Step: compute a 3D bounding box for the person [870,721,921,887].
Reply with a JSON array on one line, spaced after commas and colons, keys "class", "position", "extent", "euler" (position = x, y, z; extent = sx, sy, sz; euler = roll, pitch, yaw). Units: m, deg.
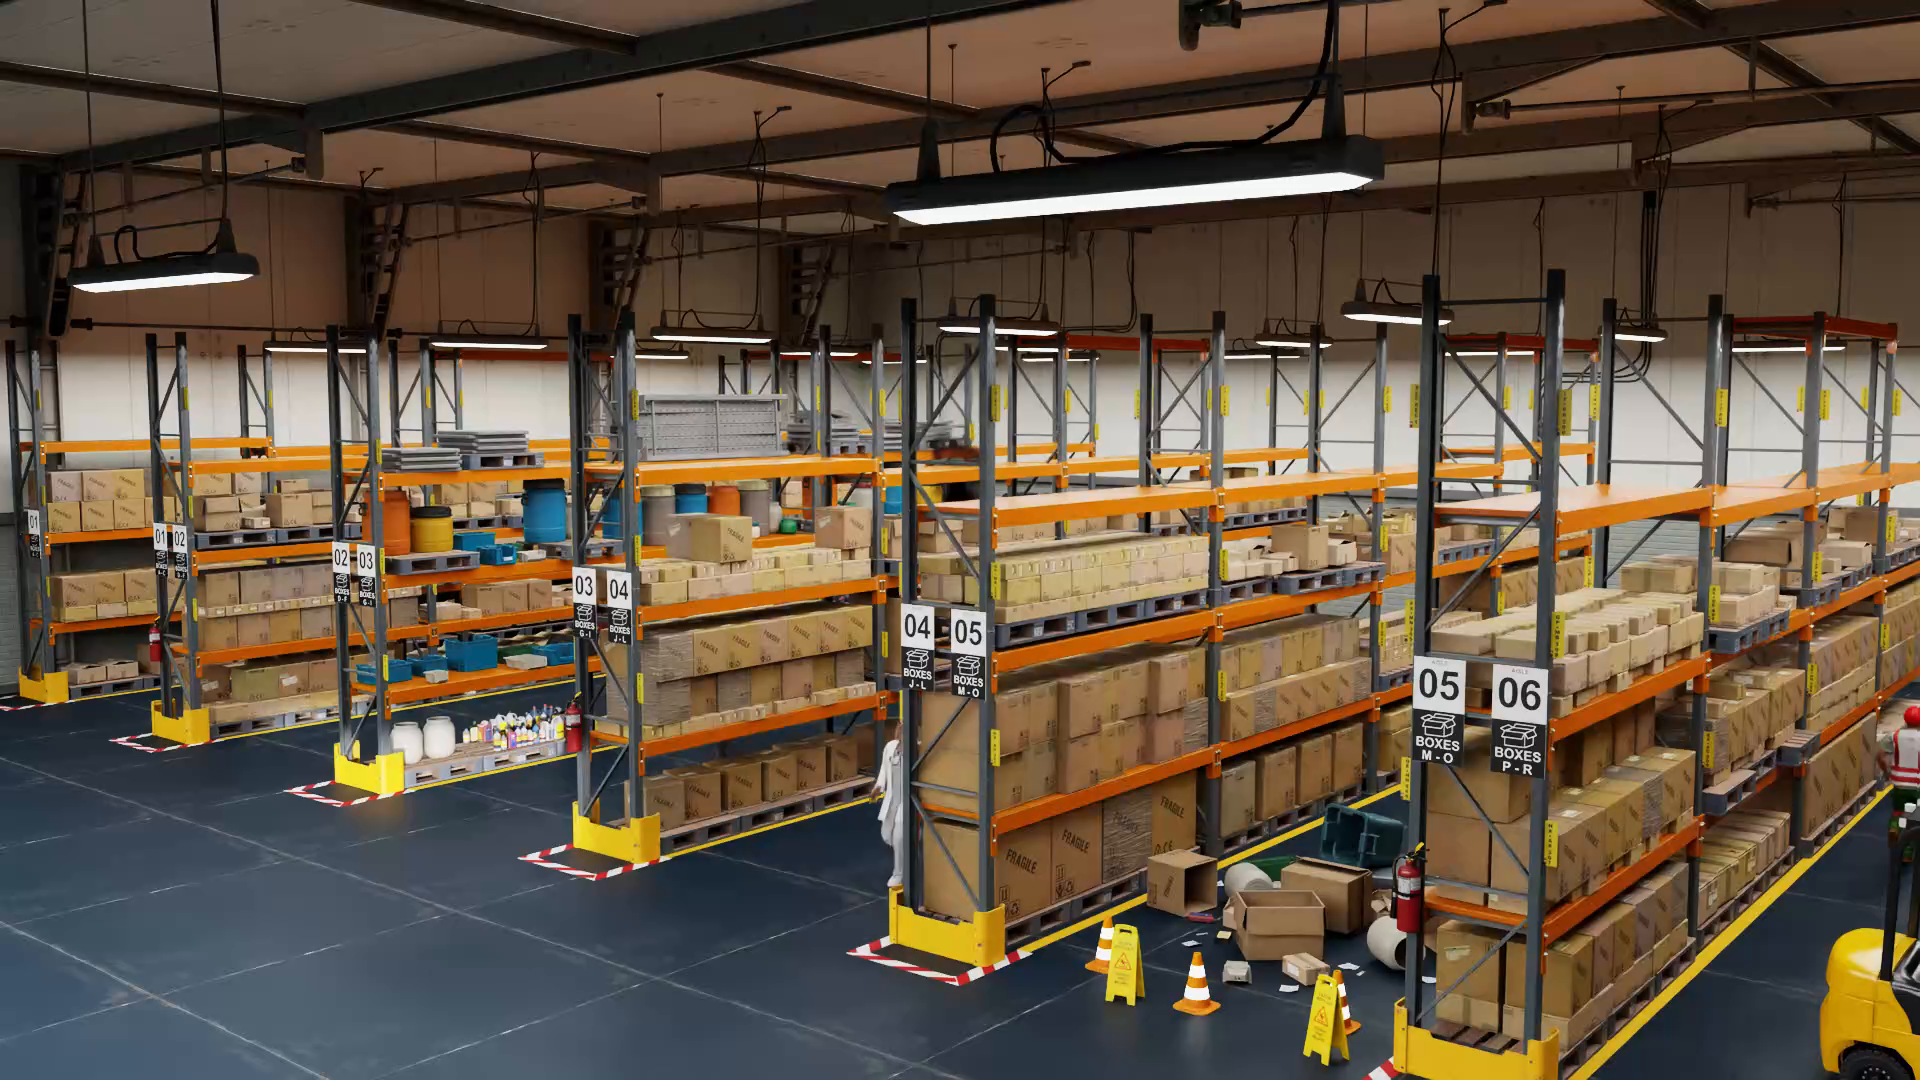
[{"class": "person", "position": [-0.555, 2.742, 17.553], "extent": [0.724, 1.752, 0.653], "euler": [3, 6, 32]}]

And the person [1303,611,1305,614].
[{"class": "person", "position": [5.760, 1.915, 27.621], "extent": [0.541, 1.555, 0.543], "euler": [3, 6, 30]}]

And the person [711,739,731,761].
[{"class": "person", "position": [-3.292, 2.282, 23.146], "extent": [0.576, 1.603, 0.614], "euler": [3, 6, 28]}]

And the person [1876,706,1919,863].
[{"class": "person", "position": [10.395, 2.670, 18.179], "extent": [0.657, 1.740, 0.600], "euler": [4, 7, 39]}]
